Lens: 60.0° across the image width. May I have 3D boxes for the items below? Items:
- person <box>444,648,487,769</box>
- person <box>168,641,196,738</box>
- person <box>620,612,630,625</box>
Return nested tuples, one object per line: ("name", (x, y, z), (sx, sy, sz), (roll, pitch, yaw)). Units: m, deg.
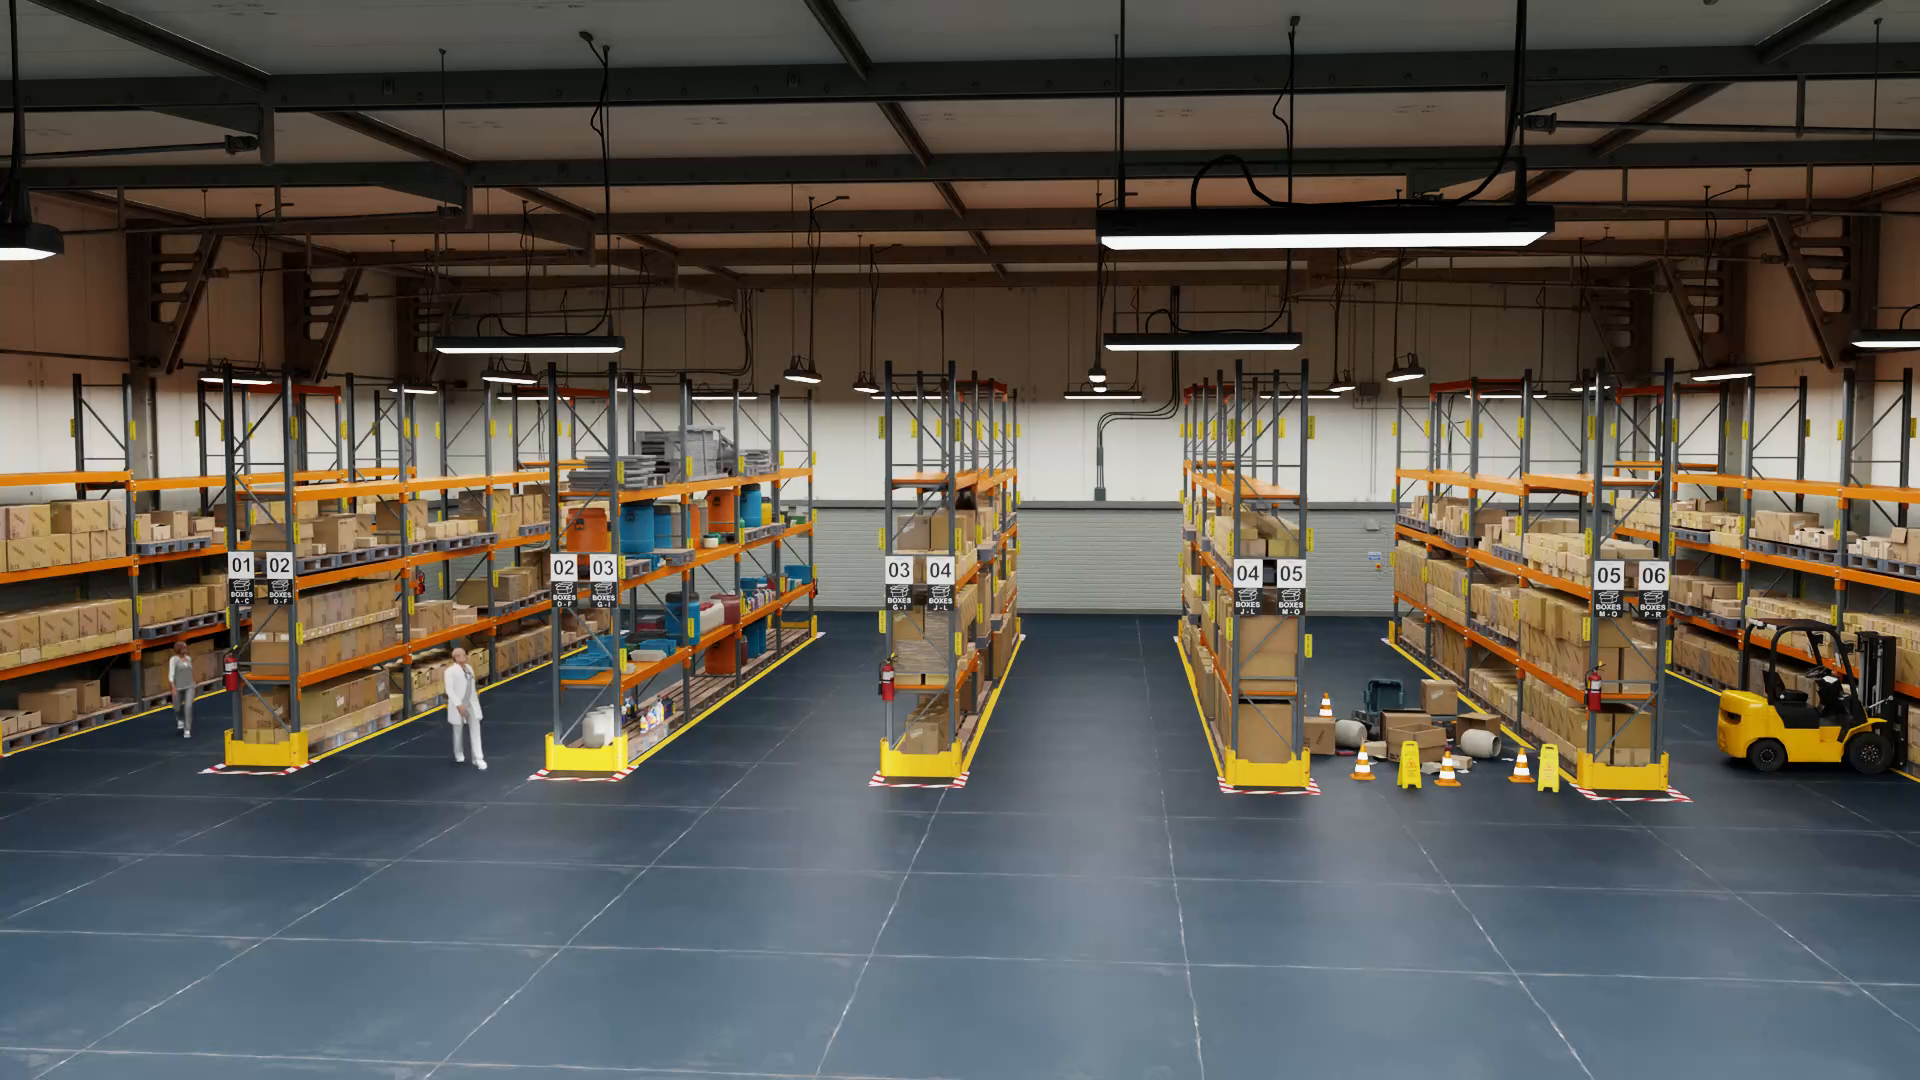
("person", (-7.395, 2.485, 24.776), (0.547, 1.749, 1.003), (-2, 4, -28))
("person", (-12.733, 2.423, 27.258), (0.396, 1.551, 0.805), (-1, 4, -18))
("person", (-8.913, 1.333, 42.184), (1.093, 1.683, 0.702), (1, 4, 14))
